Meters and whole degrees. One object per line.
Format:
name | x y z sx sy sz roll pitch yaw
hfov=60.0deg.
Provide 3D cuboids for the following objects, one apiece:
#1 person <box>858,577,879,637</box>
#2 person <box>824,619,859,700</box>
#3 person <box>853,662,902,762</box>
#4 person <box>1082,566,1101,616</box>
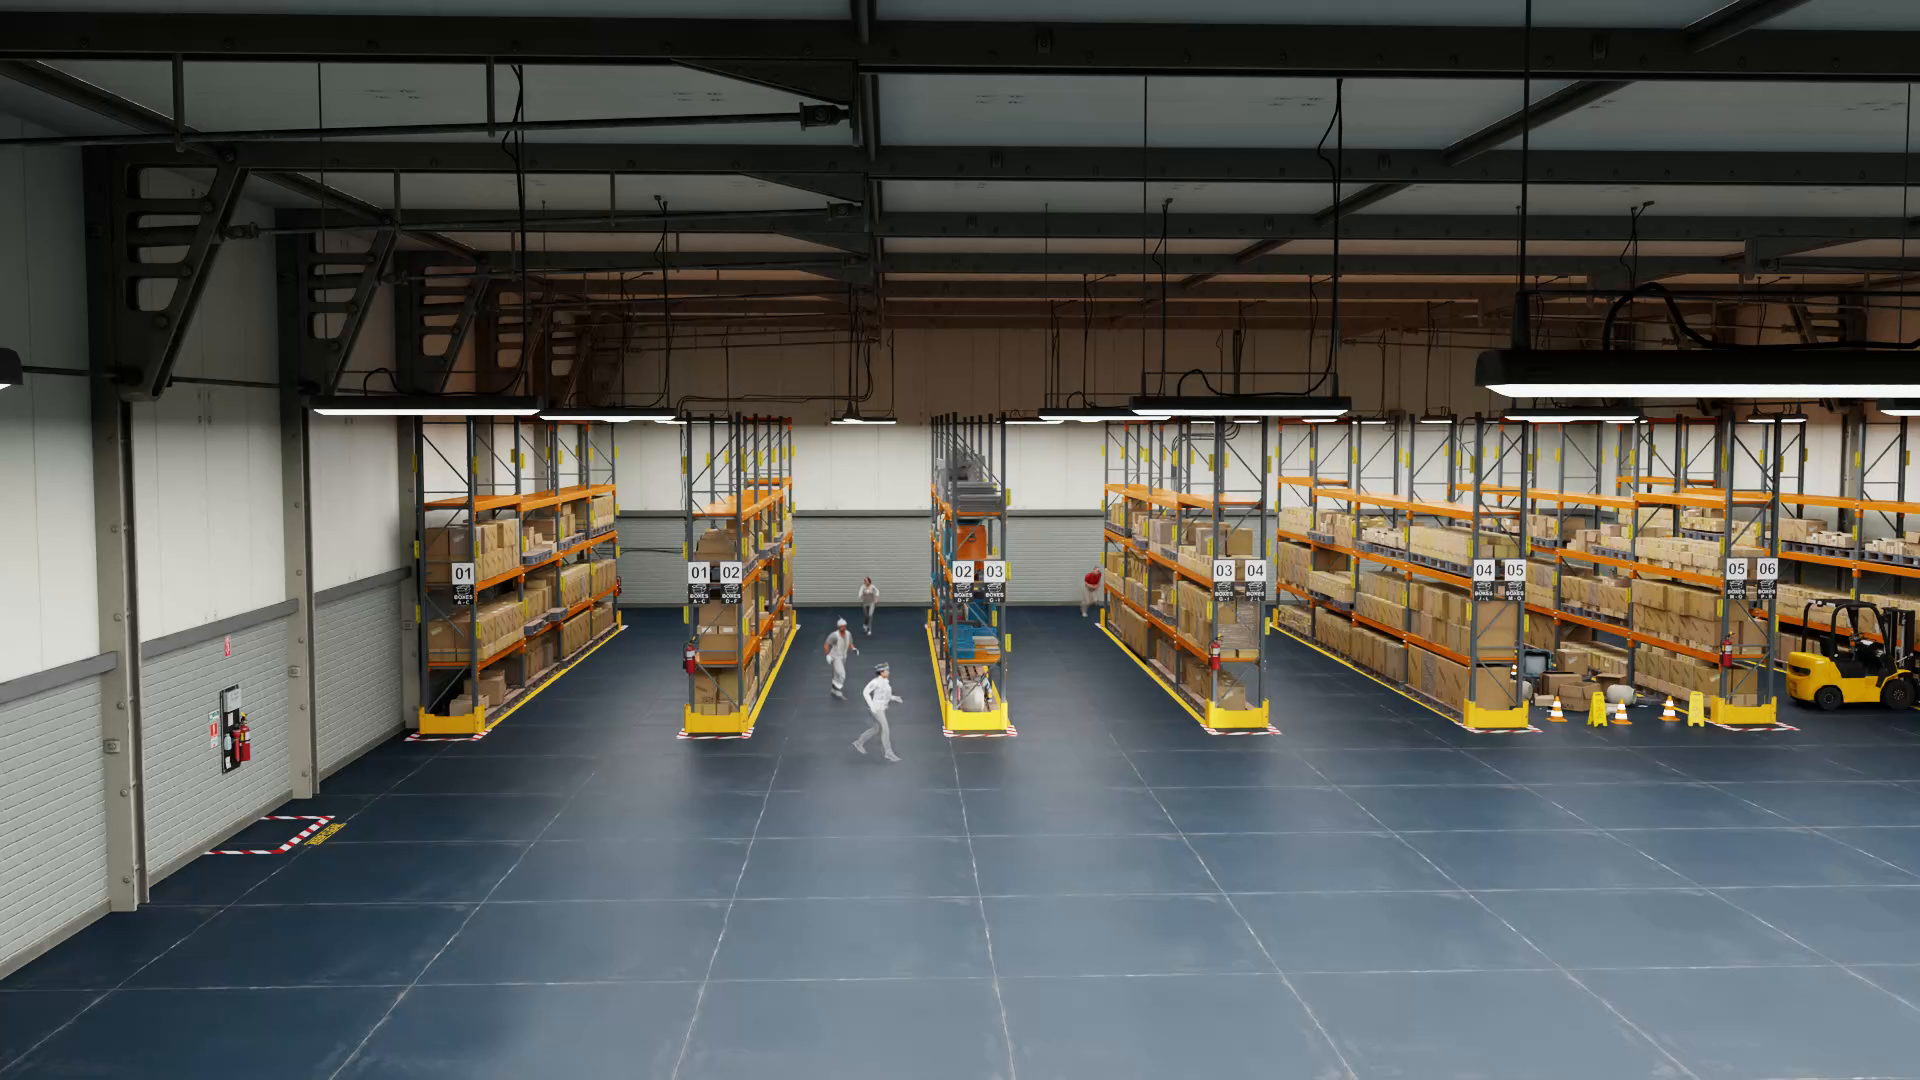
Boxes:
person | -2.523 1.901 45.785 0.536 1.431 0.886 0 4 2
person | -2.497 2.511 34.987 0.843 1.739 0.672 3 5 34
person | -1.437 2.934 28.596 0.926 1.685 0.560 1 4 19
person | 4.007 1.545 50.145 0.701 1.548 0.824 -3 5 -35
